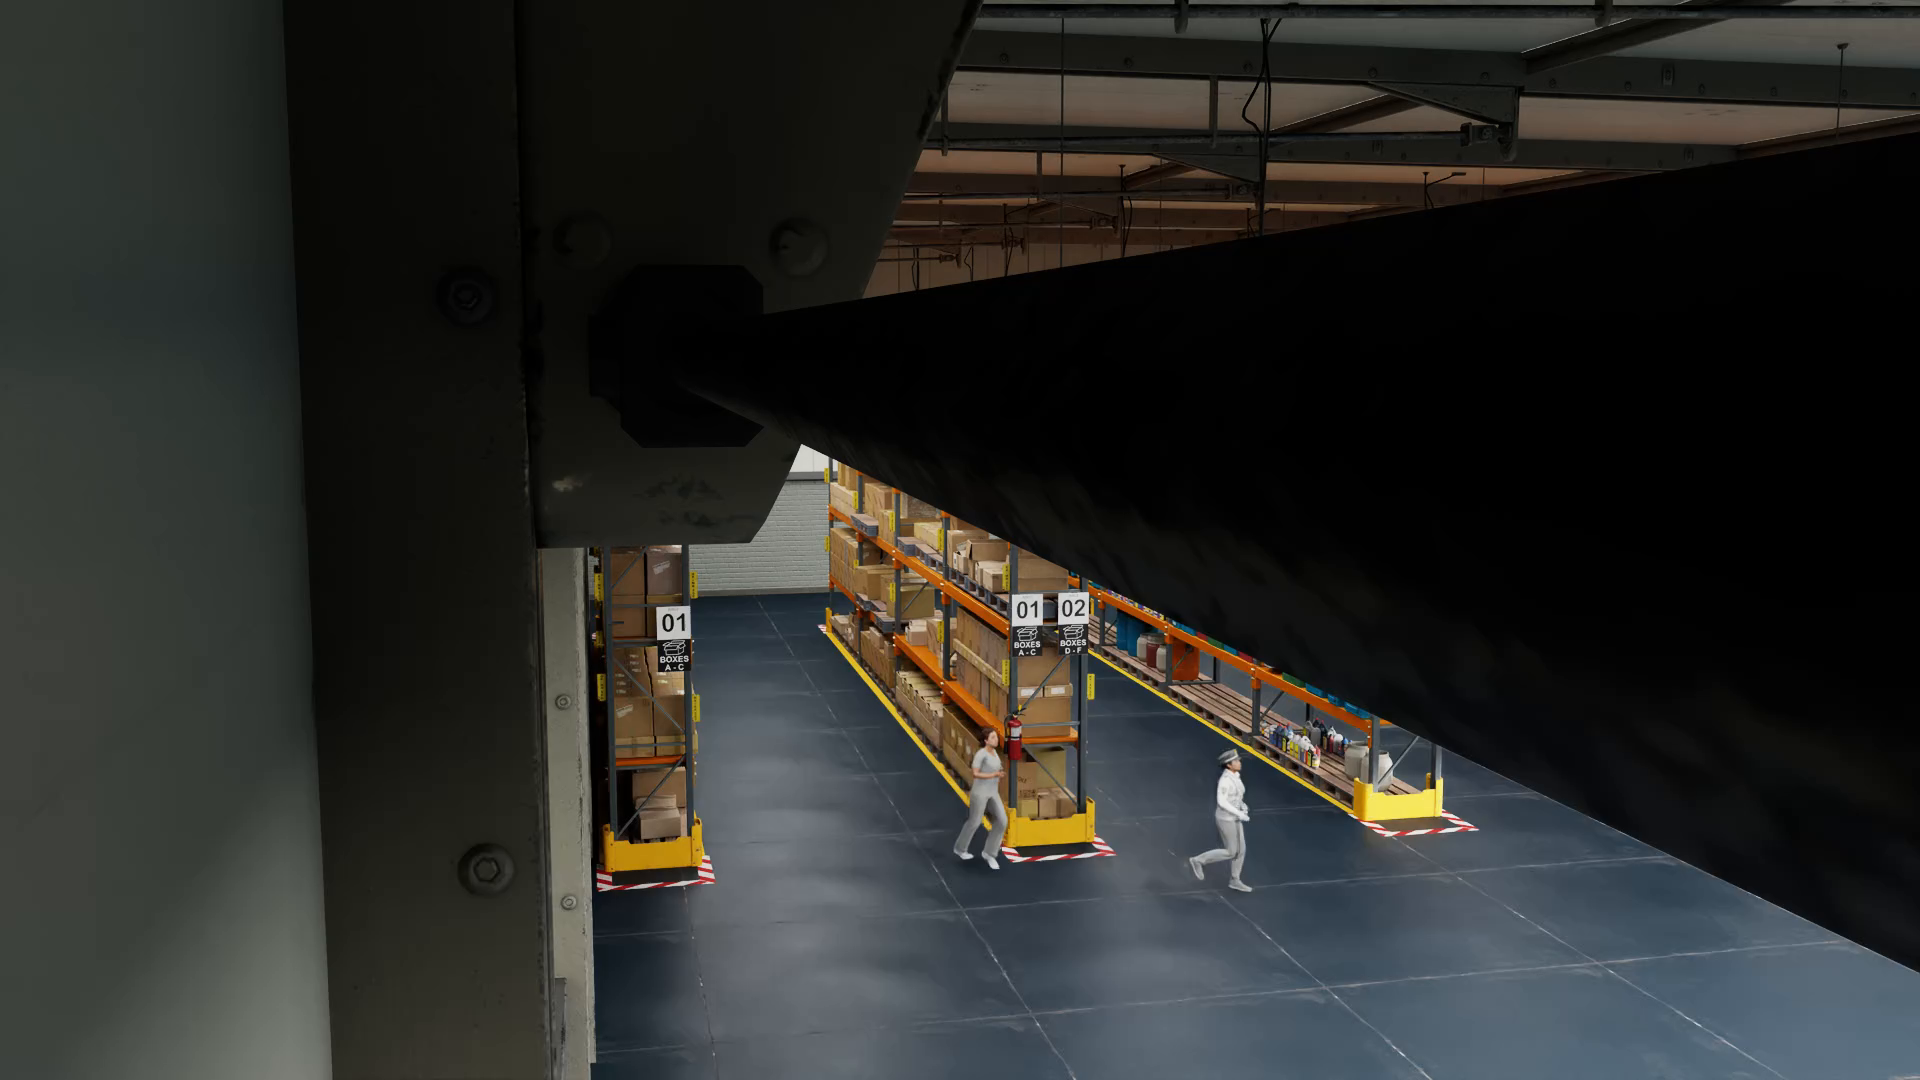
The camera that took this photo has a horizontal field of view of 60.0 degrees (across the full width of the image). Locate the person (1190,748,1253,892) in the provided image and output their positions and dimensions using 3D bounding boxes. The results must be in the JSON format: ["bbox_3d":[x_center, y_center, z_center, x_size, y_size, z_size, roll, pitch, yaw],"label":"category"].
[{"bbox_3d":[3.060,3.231,19.310,0.718,1.691,0.623,2,7,18],"label":"person"}]

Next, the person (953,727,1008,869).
[{"bbox_3d":[0.302,3.122,20.223,0.728,1.720,0.567,6,9,39],"label":"person"}]
